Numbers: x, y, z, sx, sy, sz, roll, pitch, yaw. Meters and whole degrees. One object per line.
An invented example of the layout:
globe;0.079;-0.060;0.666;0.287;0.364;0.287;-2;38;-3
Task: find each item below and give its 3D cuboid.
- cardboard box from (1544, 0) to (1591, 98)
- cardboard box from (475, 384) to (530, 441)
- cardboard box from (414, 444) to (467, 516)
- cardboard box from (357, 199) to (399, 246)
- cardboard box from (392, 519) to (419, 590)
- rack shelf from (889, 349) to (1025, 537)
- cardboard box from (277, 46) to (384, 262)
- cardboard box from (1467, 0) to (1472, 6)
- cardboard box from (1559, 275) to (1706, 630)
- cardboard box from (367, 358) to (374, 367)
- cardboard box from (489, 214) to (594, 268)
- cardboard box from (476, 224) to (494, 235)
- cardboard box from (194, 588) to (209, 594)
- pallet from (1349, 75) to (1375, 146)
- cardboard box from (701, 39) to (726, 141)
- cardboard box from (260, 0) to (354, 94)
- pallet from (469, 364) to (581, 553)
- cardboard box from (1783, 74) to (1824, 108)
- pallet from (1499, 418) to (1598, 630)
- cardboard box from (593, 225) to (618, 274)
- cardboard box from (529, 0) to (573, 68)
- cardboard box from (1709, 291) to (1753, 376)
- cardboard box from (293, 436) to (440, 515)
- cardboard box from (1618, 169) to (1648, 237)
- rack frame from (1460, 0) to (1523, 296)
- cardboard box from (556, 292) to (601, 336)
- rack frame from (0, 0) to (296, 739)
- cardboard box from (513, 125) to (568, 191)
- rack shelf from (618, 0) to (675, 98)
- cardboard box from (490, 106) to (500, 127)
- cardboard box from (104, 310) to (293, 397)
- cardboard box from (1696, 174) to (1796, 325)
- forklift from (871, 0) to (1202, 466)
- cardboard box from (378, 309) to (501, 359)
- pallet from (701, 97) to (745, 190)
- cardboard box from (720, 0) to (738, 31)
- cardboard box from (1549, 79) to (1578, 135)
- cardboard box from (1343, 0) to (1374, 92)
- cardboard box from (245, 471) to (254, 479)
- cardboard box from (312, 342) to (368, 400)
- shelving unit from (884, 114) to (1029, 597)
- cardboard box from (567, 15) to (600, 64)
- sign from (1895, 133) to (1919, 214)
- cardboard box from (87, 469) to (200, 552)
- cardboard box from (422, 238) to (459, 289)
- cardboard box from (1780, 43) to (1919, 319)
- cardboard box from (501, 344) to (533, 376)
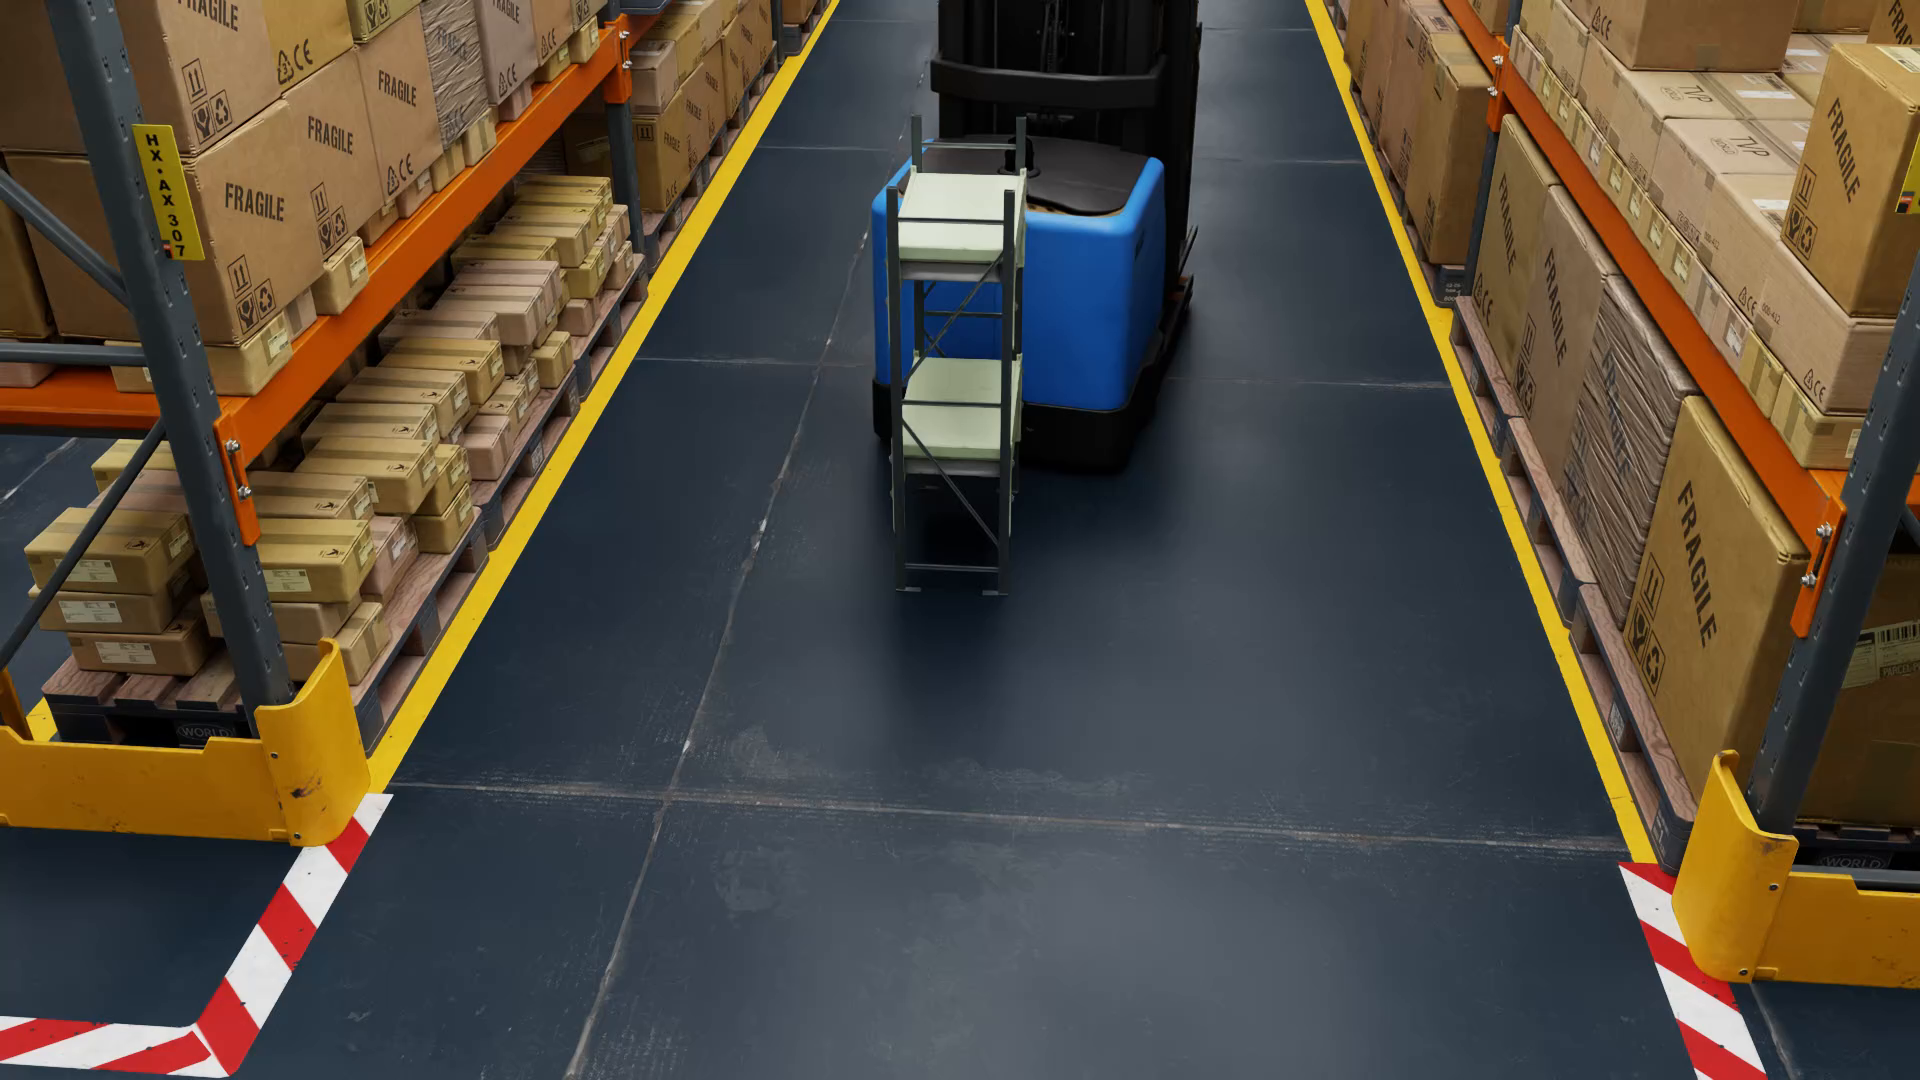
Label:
cardboard box;2.529;-1.857;6.263;0.500;0.250;0.500;2;32;4
cardboard box;-1.913;-0.496;6.513;0.380;0.149;0.250;2;32;4
cardboard box;-1.949;-0.218;5.778;0.380;0.149;0.250;3;32;6
cardboard box;-2.048;-1.065;5.359;0.380;0.149;0.250;2;32;3
cardboard box;-2.072;0.043;5.638;0.380;0.149;0.250;3;32;5
rack shelf;0.001;-0.364;6.033;0.431;0.370;0.720;2;32;4
cardboard box;-2.057;-1.134;4.853;0.500;0.500;0.500;3;32;4
cardboard box;2.687;-2.845;7.913;0.500;0.500;0.500;3;32;6
cardboard box;2.594;-0.285;5.478;0.875;0.875;0.875;2;32;4
cardboard box;-2.525;-0.663;6.500;0.380;0.149;0.250;3;32;4
cardboard box;-1.826;-1.308;7.264;0.380;0.149;0.250;2;32;4
cardboard box;-2.341;-1.333;7.587;0.380;0.149;0.250;3;32;4
cardboard box;-2.632;0.151;5.463;0.380;0.149;0.250;3;32;5
pallet;3.060;-2.784;10.566;1.003;0.211;1.213;2;32;4
cardboard box;-1.666;-2.594;9.582;0.500;0.500;0.500;3;32;5
cardboard box;-2.051;-1.544;4.564;0.500;0.500;0.500;3;32;5
pallet;-2.178;-0.373;6.655;1.003;0.211;1.213;2;32;4
cardboard box;2.974;-1.307;5.370;0.500;0.250;0.500;2;32;3
pallet;2.637;-0.067;6.158;1.003;0.211;1.213;2;32;4
cardboard box;-1.780;-1.324;7.573;0.380;0.149;0.250;1;32;2
cardboard box;-1.863;-2.186;6.559;0.500;0.500;0.500;2;32;3
cardboard box;2.290;-0.558;4.535;0.380;0.149;0.250;3;32;4
cardboard box;-1.955;-0.215;5.489;0.380;0.149;0.250;2;32;4
cardboard box;2.374;-1.089;5.398;0.380;0.149;0.250;3;32;5
rack frame;2.874;-2.288;7.104;1.000;3.000;0.127;2;32;4
cardboard box;-1.816;-1.025;7.371;0.380;0.149;0.250;1;32;2
rack frame;-2.387;-0.461;4.139;1.000;3.000;0.127;2;32;4
cardboard box;-2.252;-2.065;8.724;0.500;0.500;0.500;2;32;3
rack shelf;-1.899;-3.292;9.419;1.077;0.370;4.000;2;32;4
cardboard box;-1.957;-1.602;6.230;0.380;0.149;0.250;2;32;3
cardboard box;-2.034;-0.510;4.457;0.380;0.149;0.250;2;32;4
cardboard box;2.365;-0.789;4.531;0.500;0.250;0.500;2;32;3
forklift;0.509;-2.305;7.197;1.130;2.935;3.031;8;32;12
cardboard box;-1.993;-0.764;6.380;0.380;0.149;0.250;3;32;4
pallet;-1.903;-2.413;9.964;1.003;0.211;1.213;2;32;4
cardboard box;-1.618;-3.180;9.818;0.500;0.250;0.500;3;32;5
cardboard box;2.456;-1.628;6.272;0.380;0.149;0.250;2;32;3
cardboard box;3.122;-3.294;10.361;1.225;0.875;0.875;1;32;2
cardboard box;-2.588;-0.113;5.608;0.380;0.149;0.250;1;32;2
cardboard box;-2.442;-0.646;6.189;0.380;0.149;0.250;1;32;2
shelving unit;0.001;-0.642;5.862;0.431;1.500;0.755;2;32;4
cardboard box;-1.764;-2.147;7.115;0.380;0.149;0.250;2;32;3
sign;2.008;-0.821;3.393;0.100;0.325;0.005;2;32;4
cardboard box;-2.519;-0.096;5.297;0.380;0.149;0.250;3;32;5
cardboard box;-2.348;-1.187;7.067;0.380;0.149;0.250;2;32;3
cardboard box;2.326;-0.845;3.906;0.500;0.500;0.500;3;32;5
cardboard box;-1.946;-0.783;6.695;0.380;0.149;0.250;1;32;2
